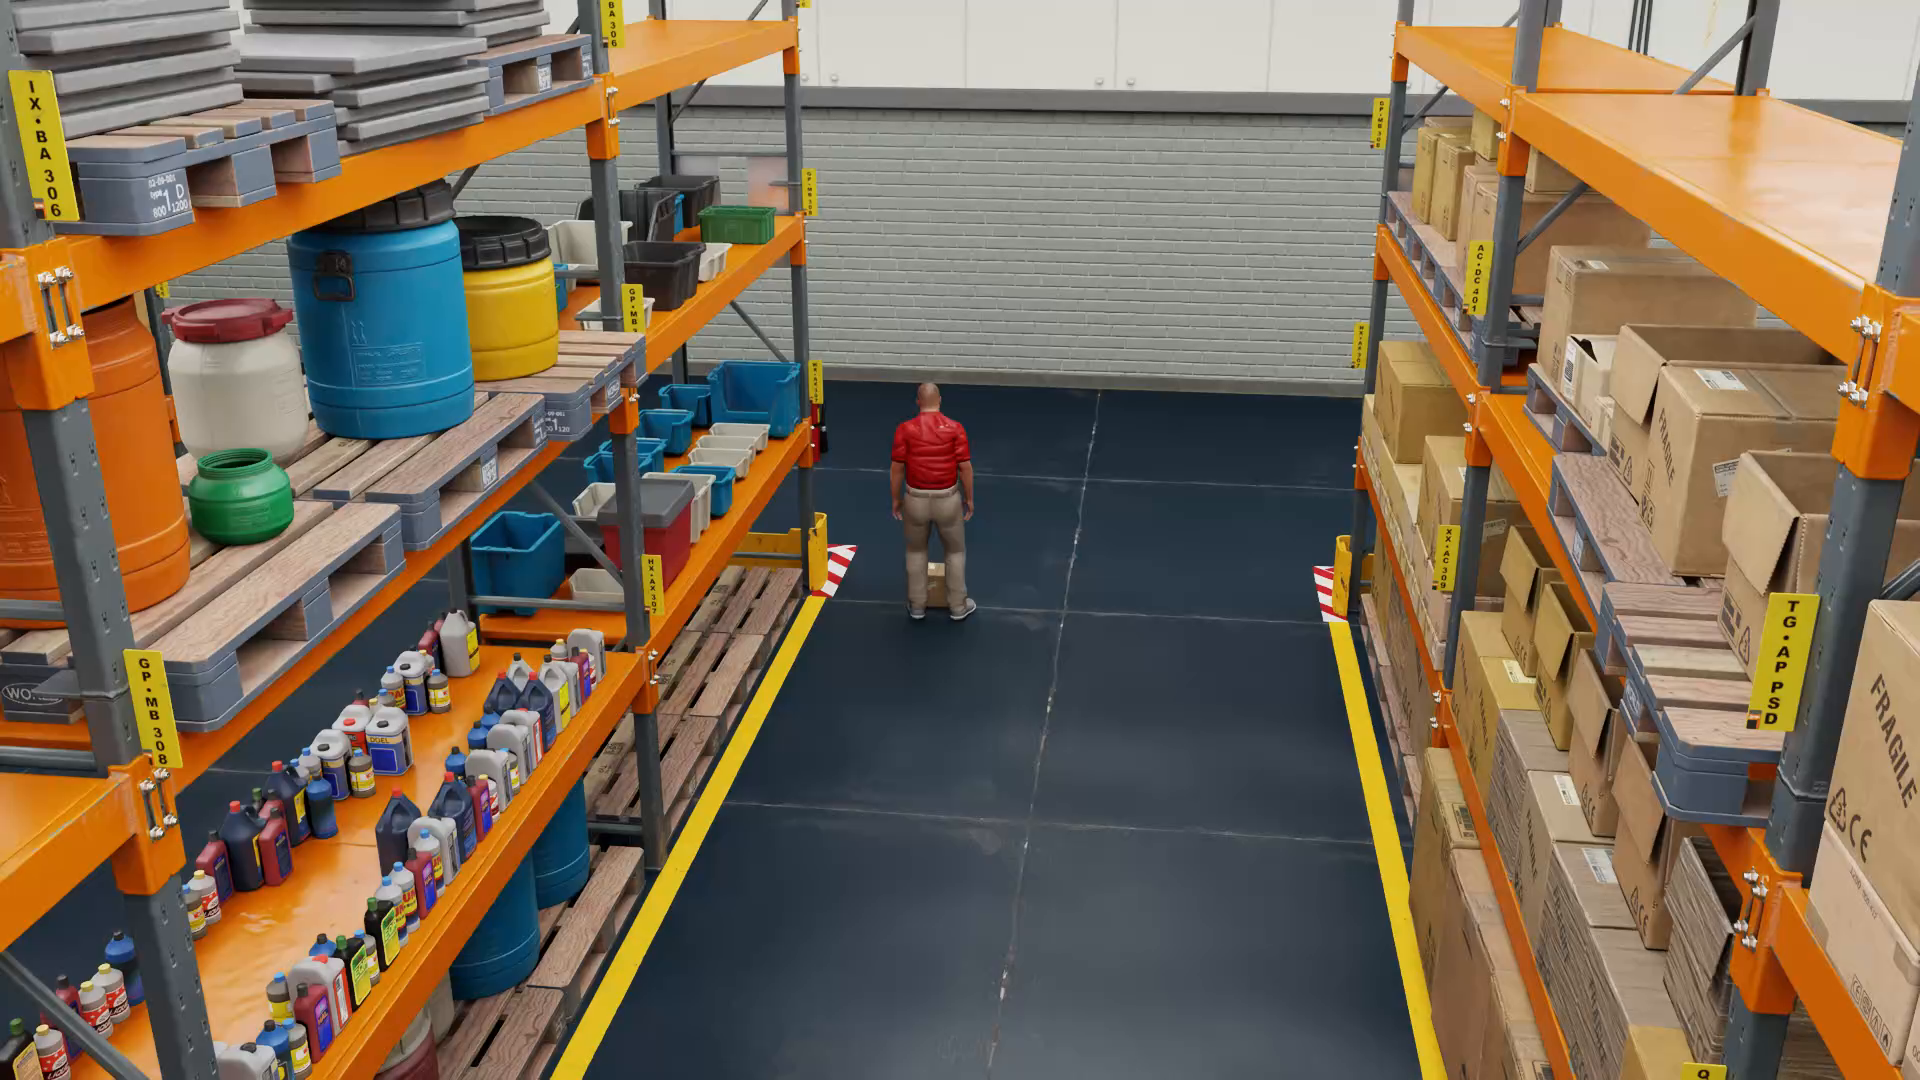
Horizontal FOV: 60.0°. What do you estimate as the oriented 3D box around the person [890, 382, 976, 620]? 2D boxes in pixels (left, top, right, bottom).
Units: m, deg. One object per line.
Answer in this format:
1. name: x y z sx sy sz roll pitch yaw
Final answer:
1. person: -0.190 -0.267 11.797 0.601 1.726 0.393 1 21 3
